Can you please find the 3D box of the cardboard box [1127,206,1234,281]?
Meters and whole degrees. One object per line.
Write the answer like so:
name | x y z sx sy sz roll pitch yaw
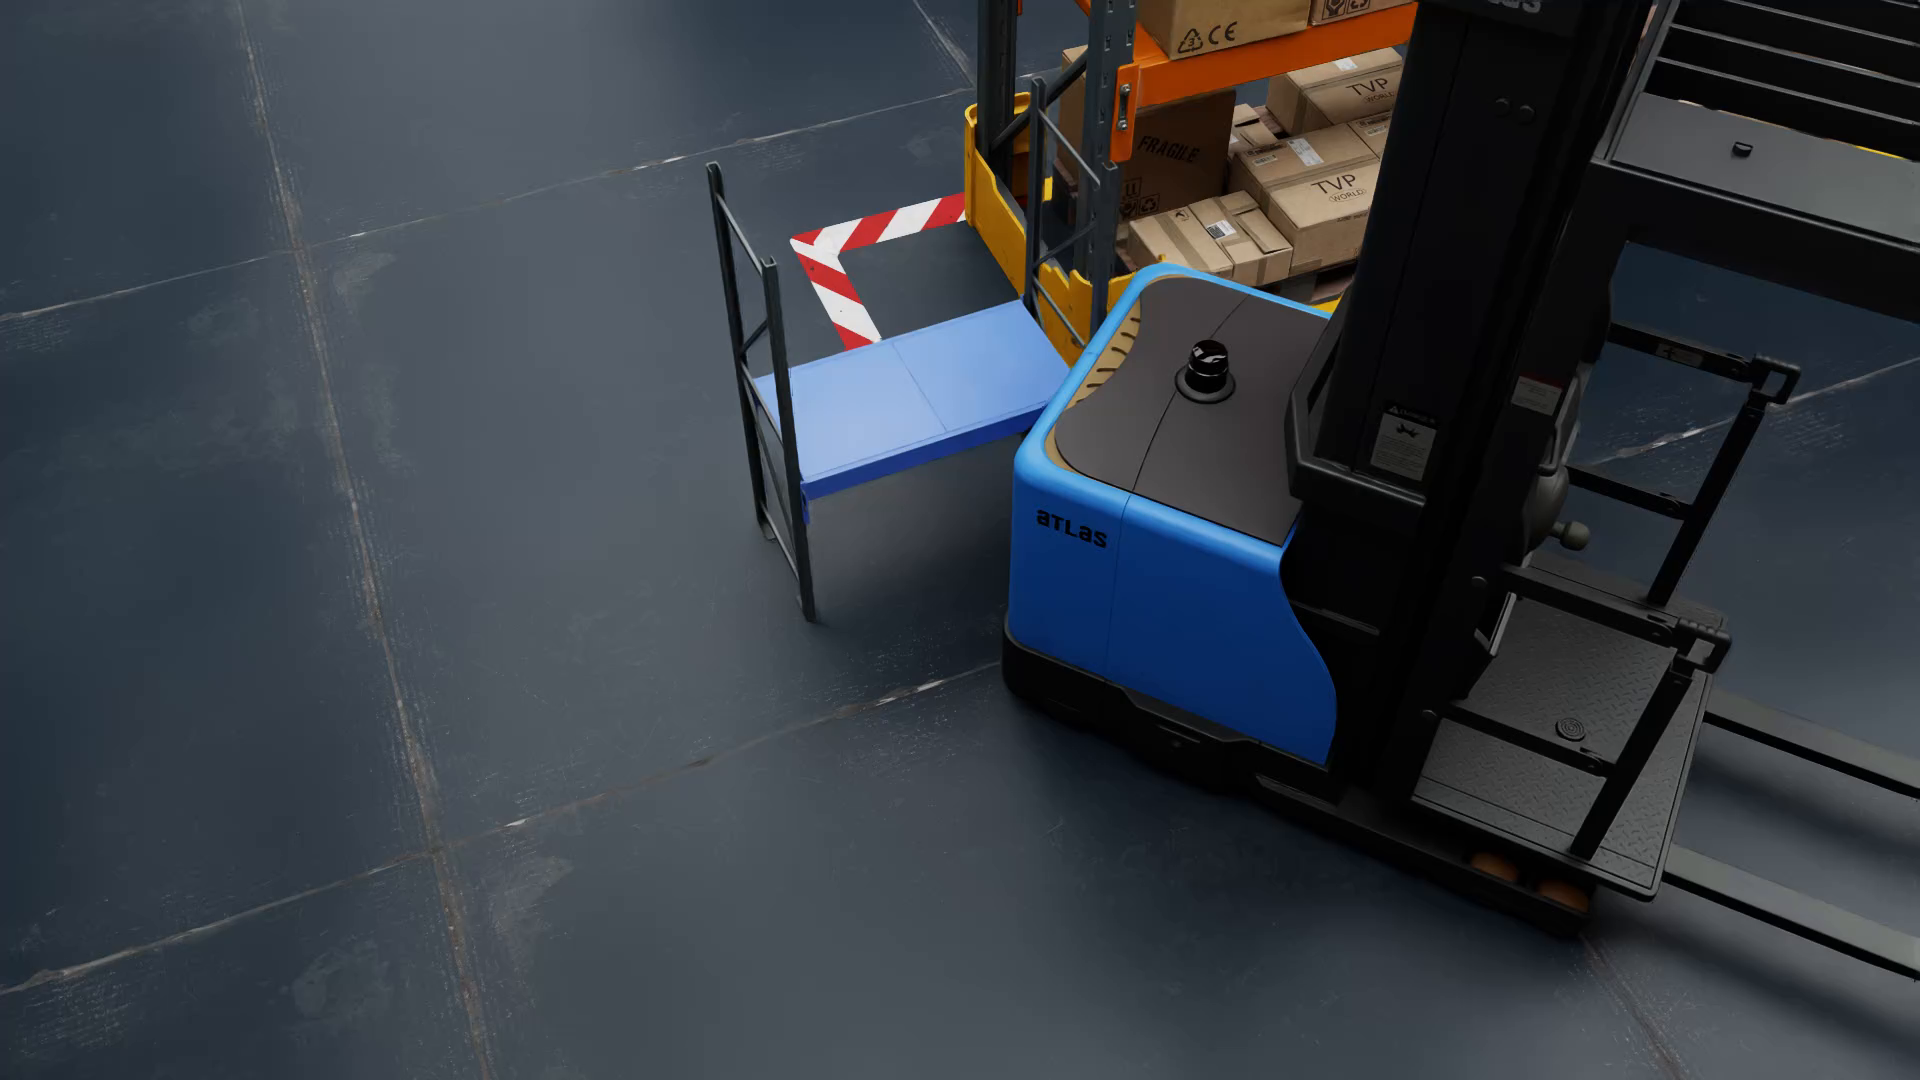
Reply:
cardboard box | 0.827 -1.065 6.277 0.250 0.149 0.380 -17 52 -14

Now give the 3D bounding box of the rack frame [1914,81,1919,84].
rack frame | 4.012 -3.119 6.452 0.127 3.000 1.000 -17 52 -14

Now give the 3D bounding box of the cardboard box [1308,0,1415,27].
cardboard box | 1.295 -2.098 5.509 0.500 0.500 0.500 -18 52 -15

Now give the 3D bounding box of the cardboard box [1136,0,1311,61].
cardboard box | 0.819 -1.947 5.379 0.500 0.500 0.500 -16 51 -13

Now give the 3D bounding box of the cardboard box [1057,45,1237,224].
cardboard box | 0.719 -1.630 6.530 0.500 0.500 0.500 -17 52 -14

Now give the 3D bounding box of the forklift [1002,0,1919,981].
forklift | 1.684 -0.292 4.069 3.031 2.935 1.130 21 53 17

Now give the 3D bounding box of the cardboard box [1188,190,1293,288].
cardboard box | 1.058 -1.143 6.332 0.250 0.166 0.380 -17 52 -14

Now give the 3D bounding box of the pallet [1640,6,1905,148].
pallet | 3.376 -2.014 7.341 1.213 0.211 1.003 -17 52 -14

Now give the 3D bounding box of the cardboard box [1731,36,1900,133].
cardboard box | 3.592 -2.086 6.922 0.500 0.500 0.500 -17 52 -14

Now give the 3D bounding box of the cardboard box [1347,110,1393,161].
cardboard box | 1.845 -1.463 6.552 0.500 0.250 0.500 -17 52 -14

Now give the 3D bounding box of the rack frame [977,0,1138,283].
rack frame | 0.309 -1.972 5.466 0.127 3.000 1.000 -17 52 -14

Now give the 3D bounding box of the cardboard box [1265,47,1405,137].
cardboard box | 1.610 -1.800 6.841 0.500 0.250 0.500 -17 52 -14

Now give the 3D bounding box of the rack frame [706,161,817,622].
rack frame | -0.596 -0.399 5.100 0.032 1.500 0.500 -19 51 -15

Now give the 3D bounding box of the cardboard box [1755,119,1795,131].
cardboard box | 3.267 -1.822 6.926 0.250 0.149 0.380 -17 52 -14

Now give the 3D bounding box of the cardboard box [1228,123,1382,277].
cardboard box | 1.382 -1.320 6.429 0.500 0.250 0.500 -17 52 -14

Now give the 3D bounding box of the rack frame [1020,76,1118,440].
rack frame | 0.332 -0.715 5.371 0.032 1.500 0.500 -19 51 -15

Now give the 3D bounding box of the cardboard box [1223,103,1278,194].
cardboard box | 1.128 -1.574 6.702 0.250 0.166 0.380 -17 52 -14

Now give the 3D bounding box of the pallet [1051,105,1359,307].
pallet | 1.117 -1.315 6.740 1.213 0.211 1.003 -17 52 -14

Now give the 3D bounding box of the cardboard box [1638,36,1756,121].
cardboard box | 2.897 -1.809 6.809 0.500 0.311 0.500 -17 52 -14

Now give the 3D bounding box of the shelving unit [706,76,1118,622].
shelving unit | -0.132 -0.557 5.236 1.048 1.500 0.538 -19 51 -15

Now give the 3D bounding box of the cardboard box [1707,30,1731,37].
cardboard box | 3.542 -2.418 7.332 0.500 0.311 0.500 -17 52 -14

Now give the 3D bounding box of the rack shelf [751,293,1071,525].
rack shelf | -0.131 -0.438 5.371 1.000 0.185 0.538 -19 51 -15

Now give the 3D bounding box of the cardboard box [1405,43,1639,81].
cardboard box | 2.275 -1.907 6.766 0.637 0.503 0.797 -17 52 -14

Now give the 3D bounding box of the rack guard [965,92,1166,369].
rack guard | 0.379 -1.179 6.433 0.348 0.500 1.175 -17 52 -14

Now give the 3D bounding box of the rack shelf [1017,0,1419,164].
rack shelf | 2.160 -2.311 6.232 4.000 0.370 1.077 -17 52 -14
